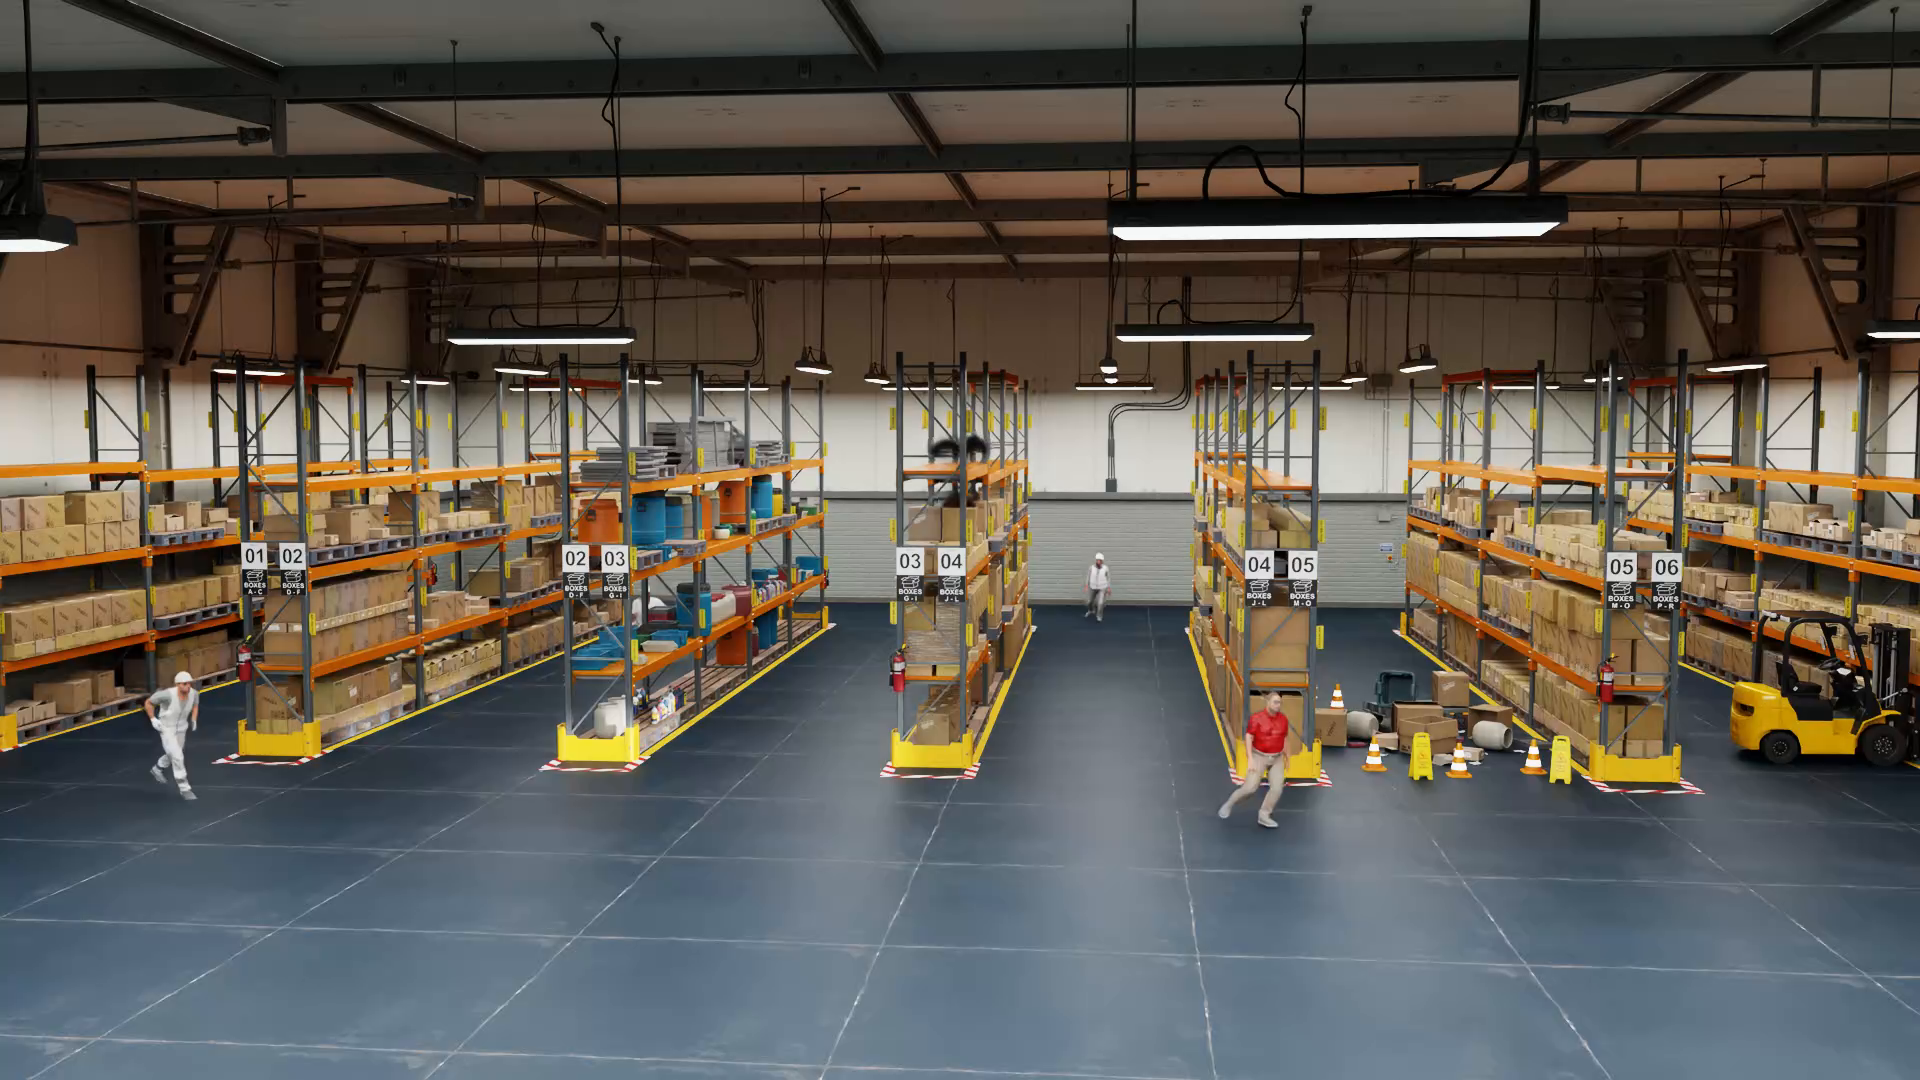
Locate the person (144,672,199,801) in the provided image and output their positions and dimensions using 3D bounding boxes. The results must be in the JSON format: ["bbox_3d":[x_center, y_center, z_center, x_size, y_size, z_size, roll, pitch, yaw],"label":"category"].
[{"bbox_3d":[-10.550,2.527,22.212,1.010,1.609,0.696,3,5,39],"label":"person"}]

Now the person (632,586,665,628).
[{"bbox_3d":[-6.227,1.782,32.999,0.659,1.812,0.831,1,4,12],"label":"person"}]

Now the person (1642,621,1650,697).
[{"bbox_3d":[11.562,2.167,28.192,0.649,1.656,0.676,0,4,-2],"label":"person"}]

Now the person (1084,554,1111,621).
[{"bbox_3d":[3.458,1.185,41.739,0.764,1.713,0.694,1,4,18],"label":"person"}]

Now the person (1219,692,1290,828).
[{"bbox_3d":[3.674,2.695,20.589,0.823,1.658,0.594,-1,4,-16],"label":"person"}]
